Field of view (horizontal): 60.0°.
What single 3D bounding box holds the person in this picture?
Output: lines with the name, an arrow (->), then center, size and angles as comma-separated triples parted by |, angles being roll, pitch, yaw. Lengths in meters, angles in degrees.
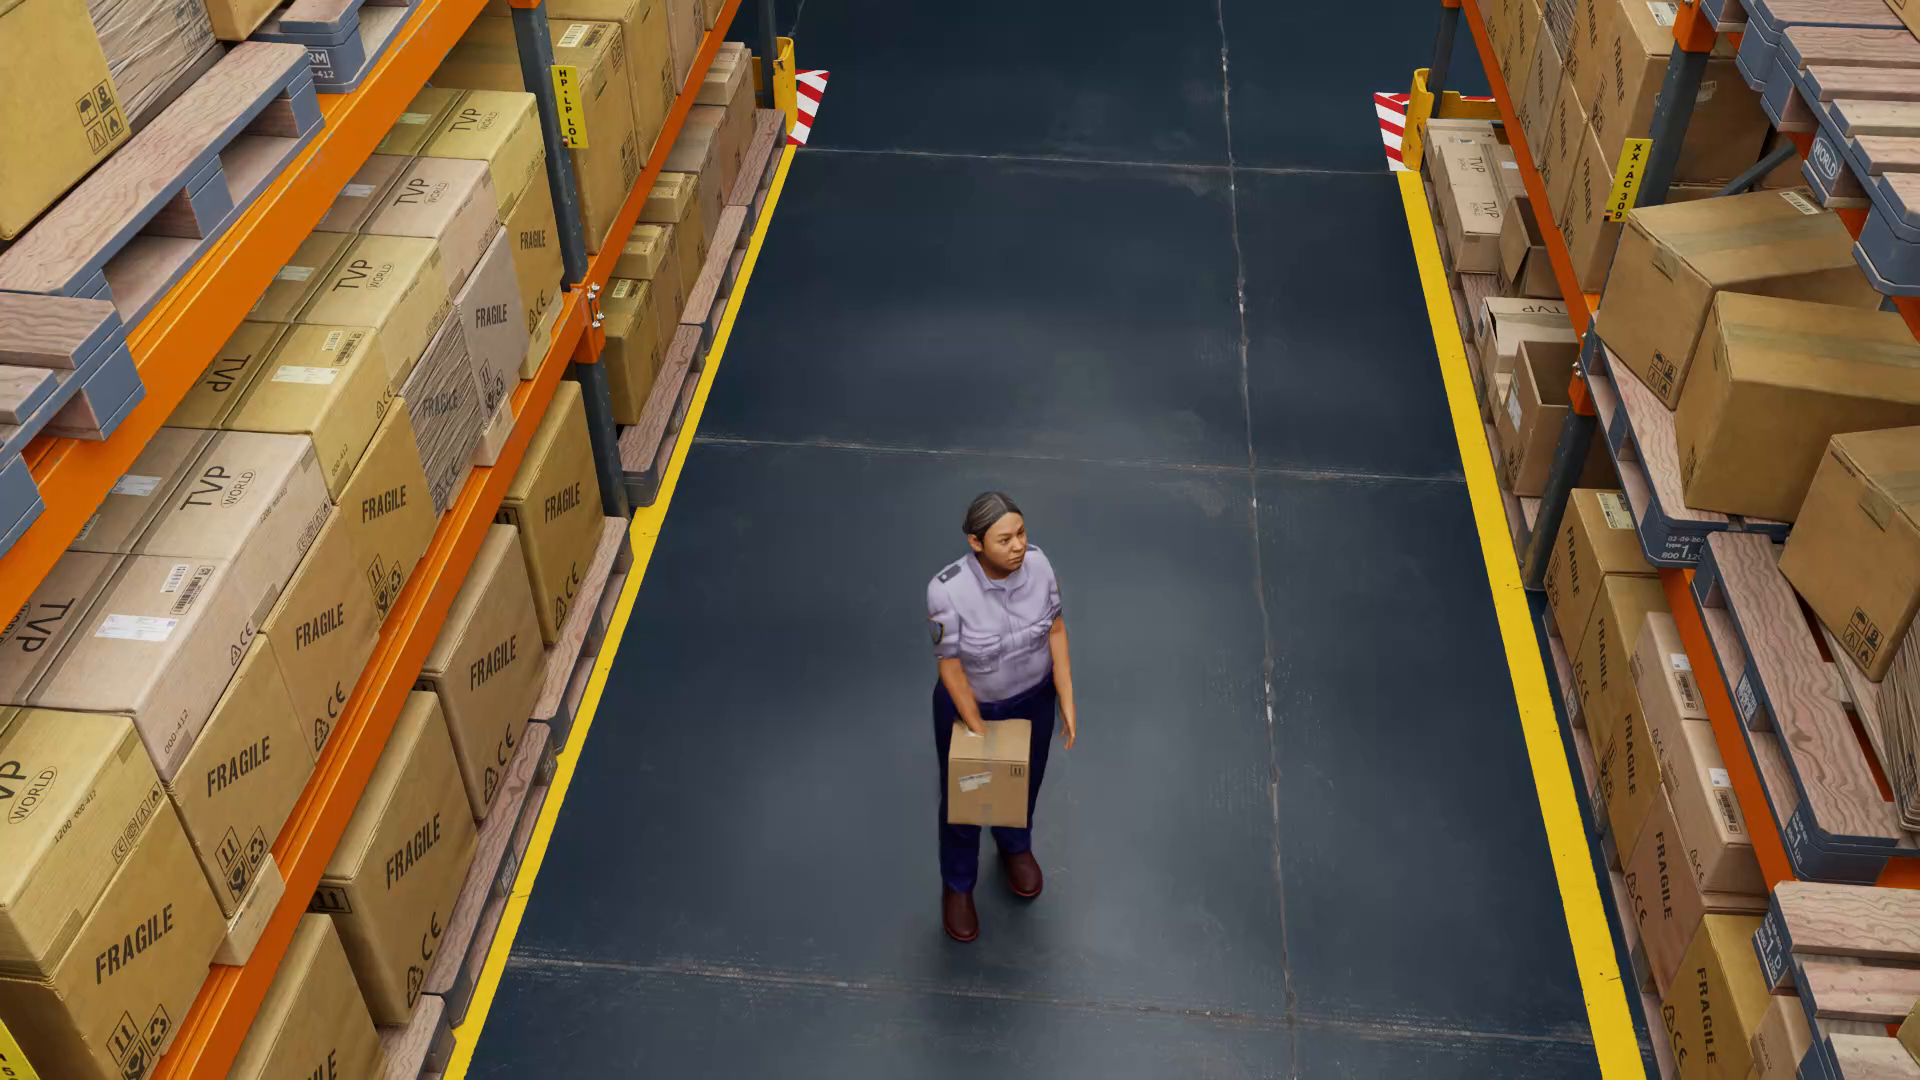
person -> 0.120, 0.587, 5.476 | 0.551, 1.646, 0.456 | -22, 45, -24
